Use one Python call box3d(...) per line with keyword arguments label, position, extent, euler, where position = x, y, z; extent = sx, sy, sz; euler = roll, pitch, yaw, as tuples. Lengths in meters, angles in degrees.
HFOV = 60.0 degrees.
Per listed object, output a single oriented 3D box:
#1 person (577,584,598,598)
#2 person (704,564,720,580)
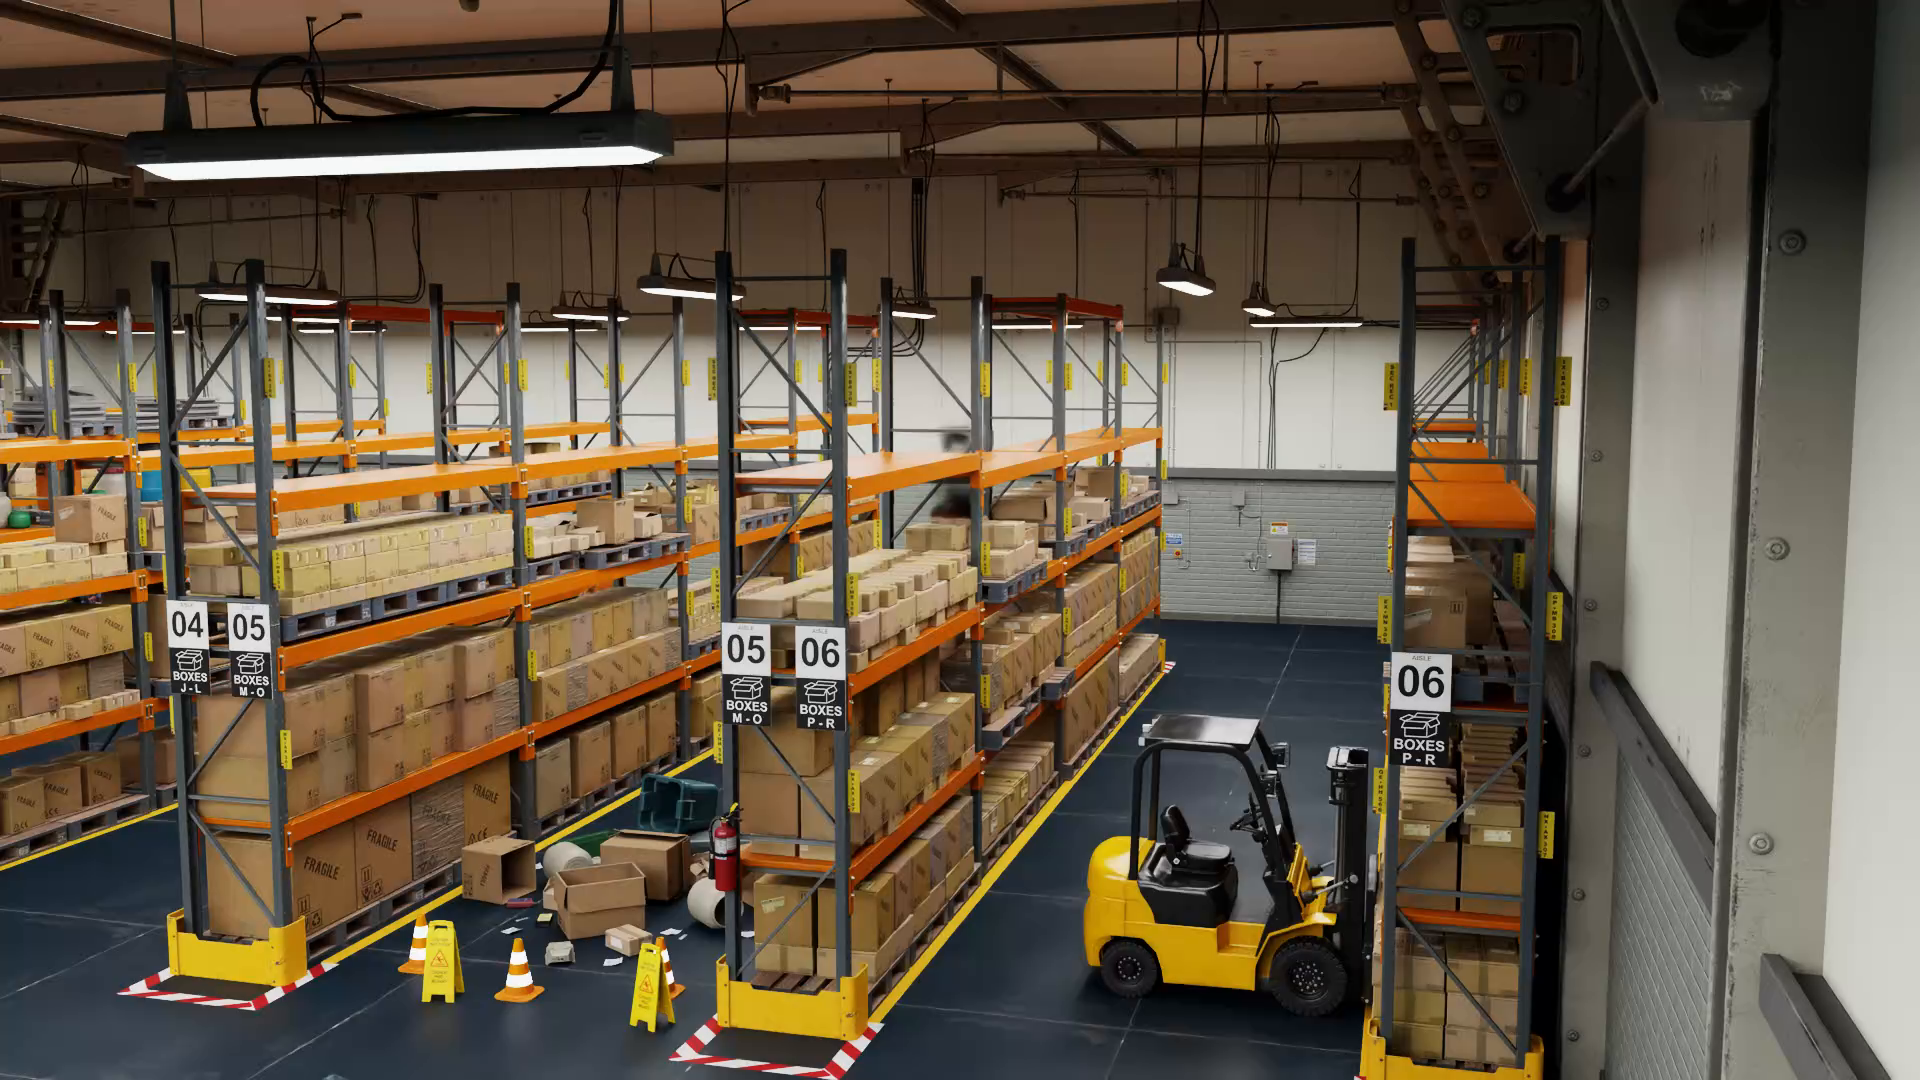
box3d(label="person", position=(-5.937, 1.433, 26.812), extent=(0.665, 1.768, 0.980), euler=(1, 6, 11))
box3d(label="person", position=(-4.145, 1.291, 28.299), extent=(0.737, 1.800, 0.992), euler=(3, 7, 24))
